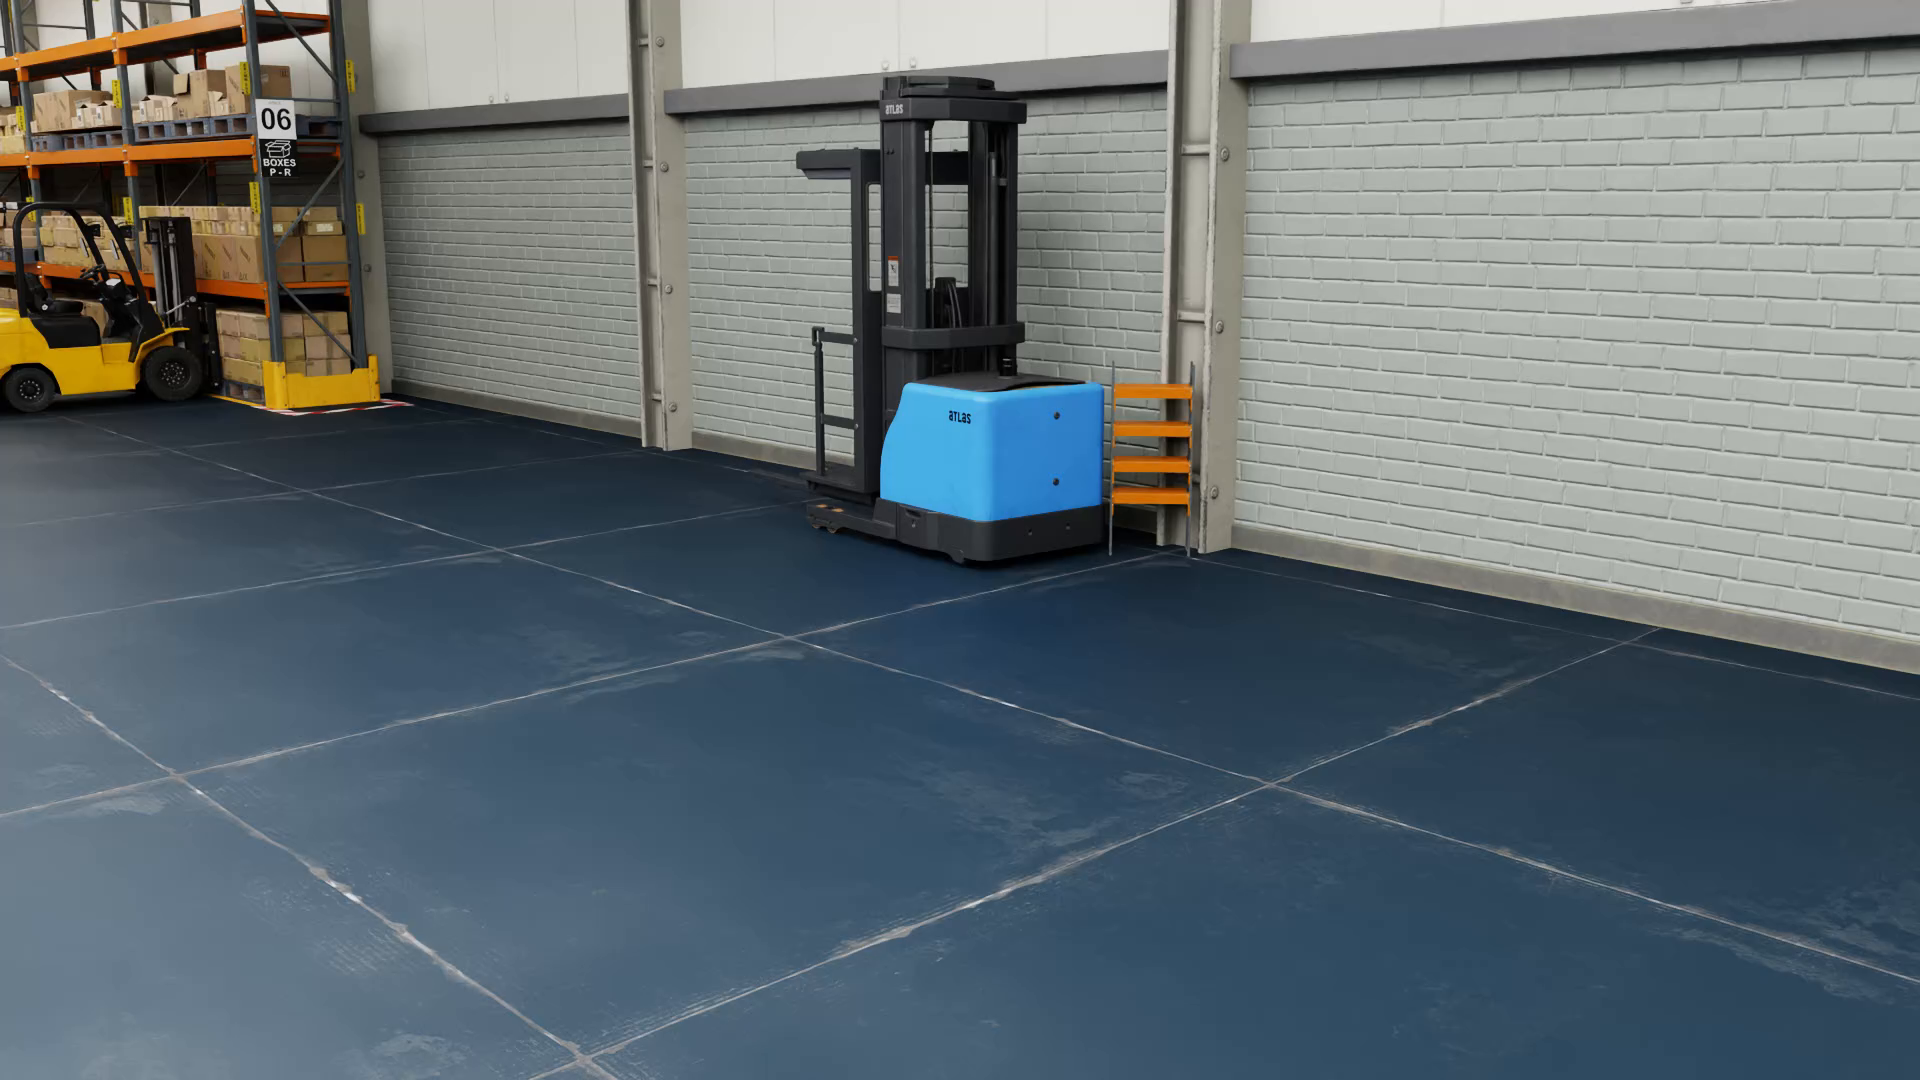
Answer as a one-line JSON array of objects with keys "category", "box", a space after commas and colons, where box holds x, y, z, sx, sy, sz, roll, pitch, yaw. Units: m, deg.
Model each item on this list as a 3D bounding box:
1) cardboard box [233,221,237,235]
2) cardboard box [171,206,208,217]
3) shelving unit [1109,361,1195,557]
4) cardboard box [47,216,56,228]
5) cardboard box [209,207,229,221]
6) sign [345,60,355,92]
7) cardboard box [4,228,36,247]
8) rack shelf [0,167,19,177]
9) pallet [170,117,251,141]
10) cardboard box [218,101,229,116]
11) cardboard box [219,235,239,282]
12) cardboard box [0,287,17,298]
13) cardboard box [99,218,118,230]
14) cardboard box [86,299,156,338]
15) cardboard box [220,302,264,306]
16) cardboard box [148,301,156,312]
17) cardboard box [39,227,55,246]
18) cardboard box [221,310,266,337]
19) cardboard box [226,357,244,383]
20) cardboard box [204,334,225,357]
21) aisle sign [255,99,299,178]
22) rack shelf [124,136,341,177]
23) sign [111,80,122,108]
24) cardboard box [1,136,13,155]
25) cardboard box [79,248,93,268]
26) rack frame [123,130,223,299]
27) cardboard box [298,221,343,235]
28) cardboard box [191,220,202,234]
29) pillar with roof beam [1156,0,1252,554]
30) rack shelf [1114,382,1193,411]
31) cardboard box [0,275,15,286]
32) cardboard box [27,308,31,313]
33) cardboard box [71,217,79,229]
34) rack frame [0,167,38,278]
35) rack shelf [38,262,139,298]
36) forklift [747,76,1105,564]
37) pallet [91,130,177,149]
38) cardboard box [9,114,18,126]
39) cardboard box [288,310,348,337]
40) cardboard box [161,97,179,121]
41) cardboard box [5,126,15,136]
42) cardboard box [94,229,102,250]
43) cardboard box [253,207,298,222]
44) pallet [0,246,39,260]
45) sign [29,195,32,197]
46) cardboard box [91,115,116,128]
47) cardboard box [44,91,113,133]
[{"category": "cardboard box", "box": [-7.717, -3.415, 18.198, 0.380, 0.149, 0.250, -11, 16, -42]}, {"category": "cardboard box", "box": [-8.968, -3.818, 19.417, 0.380, 0.149, 0.250, -11, 16, -43]}, {"category": "shelving unit", "box": [1.196, -0.510, 10.414, 0.503, 1.200, 0.258, 1, 12, 4]}, {"category": "cardboard box", "box": [-12.275, -4.365, 22.810, 0.380, 0.149, 0.250, -10, 16, -41]}, {"category": "cardboard box", "box": [-8.113, -3.628, 18.494, 0.380, 0.149, 0.250, -10, 16, -41]}, {"category": "sign", "box": [-6.537, -4.970, 17.804, 0.100, 0.325, 0.005, -11, 16, -43]}, {"category": "cardboard box", "box": [-13.430, -4.366, 23.999, 0.500, 0.250, 0.500, 11, 16, 42]}, {"category": "rack shelf", "box": [-16.610, -6.117, 27.518, 1.077, 0.370, 4.000, -11, 16, -43]}, {"category": "pallet", "box": [-8.259, -4.668, 18.920, 1.003, 0.211, 1.213, -11, 16, -43]}, {"category": "cardboard box", "box": [-7.734, -4.637, 17.883, 0.250, 0.149, 0.380, 11, 16, 44]}, {"category": "cardboard box", "box": [-7.824, -3.118, 18.366, 0.500, 0.500, 0.500, -10, 15, -41]}, {"category": "cardboard box", "box": [-14.397, -3.773, 25.337, 0.380, 0.149, 0.250, -11, 16, -43]}, {"category": "cardboard box", "box": [-10.701, -4.025, 21.157, 0.250, 0.149, 0.380, 11, 16, 43]}, {"category": "cardboard box", "box": [-11.124, -2.882, 22.310, 0.625, 0.625, 0.875, 11, 16, 43]}, {"category": "cardboard box", "box": [-8.524, -2.697, 19.865, 0.500, 0.250, 0.500, -11, 16, -42]}, {"category": "cardboard box", "box": [-9.597, -2.775, 20.244, 0.500, 0.250, 0.500, -11, 16, -43]}, {"category": "cardboard box", "box": [-12.355, -4.194, 22.967, 0.500, 0.250, 0.500, -11, 16, -43]}, {"category": "cardboard box", "box": [-7.843, -2.403, 18.438, 0.500, 0.250, 0.500, -11, 16, -42]}, {"category": "cardboard box", "box": [-7.832, -1.915, 18.544, 0.500, 0.250, 0.500, -11, 16, -43]}, {"category": "cardboard box", "box": [-8.215, -2.236, 18.863, 0.500, 0.250, 0.500, -11, 16, -44]}, {"category": "aisle sign", "box": [-7.109, -4.180, 17.324, 0.394, 0.787, 0.004, -11, 16, -43]}, {"category": "rack shelf", "box": [-8.323, -4.366, 19.018, 1.077, 0.370, 4.000, -11, 16, -43]}, {"category": "sign", "box": [-10.090, -5.340, 19.904, 0.100, 0.325, 0.005, -11, 16, -43]}, {"category": "cardboard box", "box": [-13.345, -5.635, 23.766, 0.500, 0.250, 0.500, -11, 16, -42]}, {"category": "cardboard box", "box": [-11.276, -3.728, 21.945, 0.500, 0.250, 0.500, -10, 15, -41]}, {"category": "rack frame", "box": [-9.705, -3.541, 20.665, 1.000, 3.000, 0.127, -11, 16, -43]}, {"category": "cardboard box", "box": [-6.989, -3.409, 18.172, 0.250, 0.149, 0.380, 11, 16, 44]}, {"category": "cardboard box", "box": [-8.621, -3.596, 19.077, 0.380, 0.149, 0.250, -11, 16, -44]}, {"category": "pillar with roof beam", "box": [-1.598, -3.771, 6.916, 9.100, 9.000, 0.400, -11, 16, -43]}, {"category": "rack shelf", "box": [1.196, -0.895, 10.334, 0.480, 0.148, 0.258, 1, 12, 4]}, {"category": "cardboard box", "box": [-14.960, -4.033, 25.860, 0.250, 0.149, 0.380, 11, 16, 42]}, {"category": "cardboard box", "box": [-13.252, -3.212, 24.224, 0.500, 0.500, 0.500, -11, 16, -43]}, {"category": "cardboard box", "box": [-11.561, -4.217, 22.091, 0.380, 0.149, 0.250, -10, 16, -41]}, {"category": "rack frame", "box": [-15.229, -4.708, 26.332, 1.000, 3.000, 0.127, -11, 16, -43]}, {"category": "rack shelf", "box": [-11.086, -3.480, 22.154, 1.077, 0.370, 4.000, -11, 16, -43]}, {"category": "forklift", "box": [-0.387, -1.536, 11.101, 1.130, 2.935, 3.031, -9, 15, -37]}, {"category": "pallet", "box": [-10.323, -5.043, 20.997, 1.217, 0.209, 0.805, 11, 16, 43]}, {"category": "cardboard box", "box": [-13.244, -5.955, 23.596, 0.250, 0.149, 0.380, 11, 16, 43]}, {"category": "cardboard box", "box": [-7.137, -2.402, 18.434, 0.500, 0.250, 0.500, -11, 16, -43]}, {"category": "cardboard box", "box": [-8.899, -4.940, 19.066, 0.258, 0.266, 0.396, 11, 16, 44]}, {"category": "cardboard box", "box": [-13.417, -5.847, 23.806, 0.380, 0.149, 0.250, -11, 16, -43]}, {"category": "cardboard box", "box": [-10.938, -3.898, 21.530, 0.500, 0.250, 0.500, -10, 16, -41]}, {"category": "cardboard box", "box": [-7.342, -3.492, 17.837, 0.380, 0.149, 0.250, -11, 16, -42]}, {"category": "pallet", "box": [-13.813, -4.314, 24.892, 1.003, 0.211, 1.213, -11, 16, -43]}, {"category": "sign", "box": [-14.830, -5.353, 26.593, 0.100, 0.325, 0.005, -11, 16, -43]}, {"category": "cardboard box", "box": [-10.684, -5.260, 20.909, 0.380, 0.149, 0.250, -11, 16, -43]}, {"category": "cardboard box", "box": [-11.722, -5.698, 22.165, 0.700, 0.500, 0.500, -11, 16, -44]}]
